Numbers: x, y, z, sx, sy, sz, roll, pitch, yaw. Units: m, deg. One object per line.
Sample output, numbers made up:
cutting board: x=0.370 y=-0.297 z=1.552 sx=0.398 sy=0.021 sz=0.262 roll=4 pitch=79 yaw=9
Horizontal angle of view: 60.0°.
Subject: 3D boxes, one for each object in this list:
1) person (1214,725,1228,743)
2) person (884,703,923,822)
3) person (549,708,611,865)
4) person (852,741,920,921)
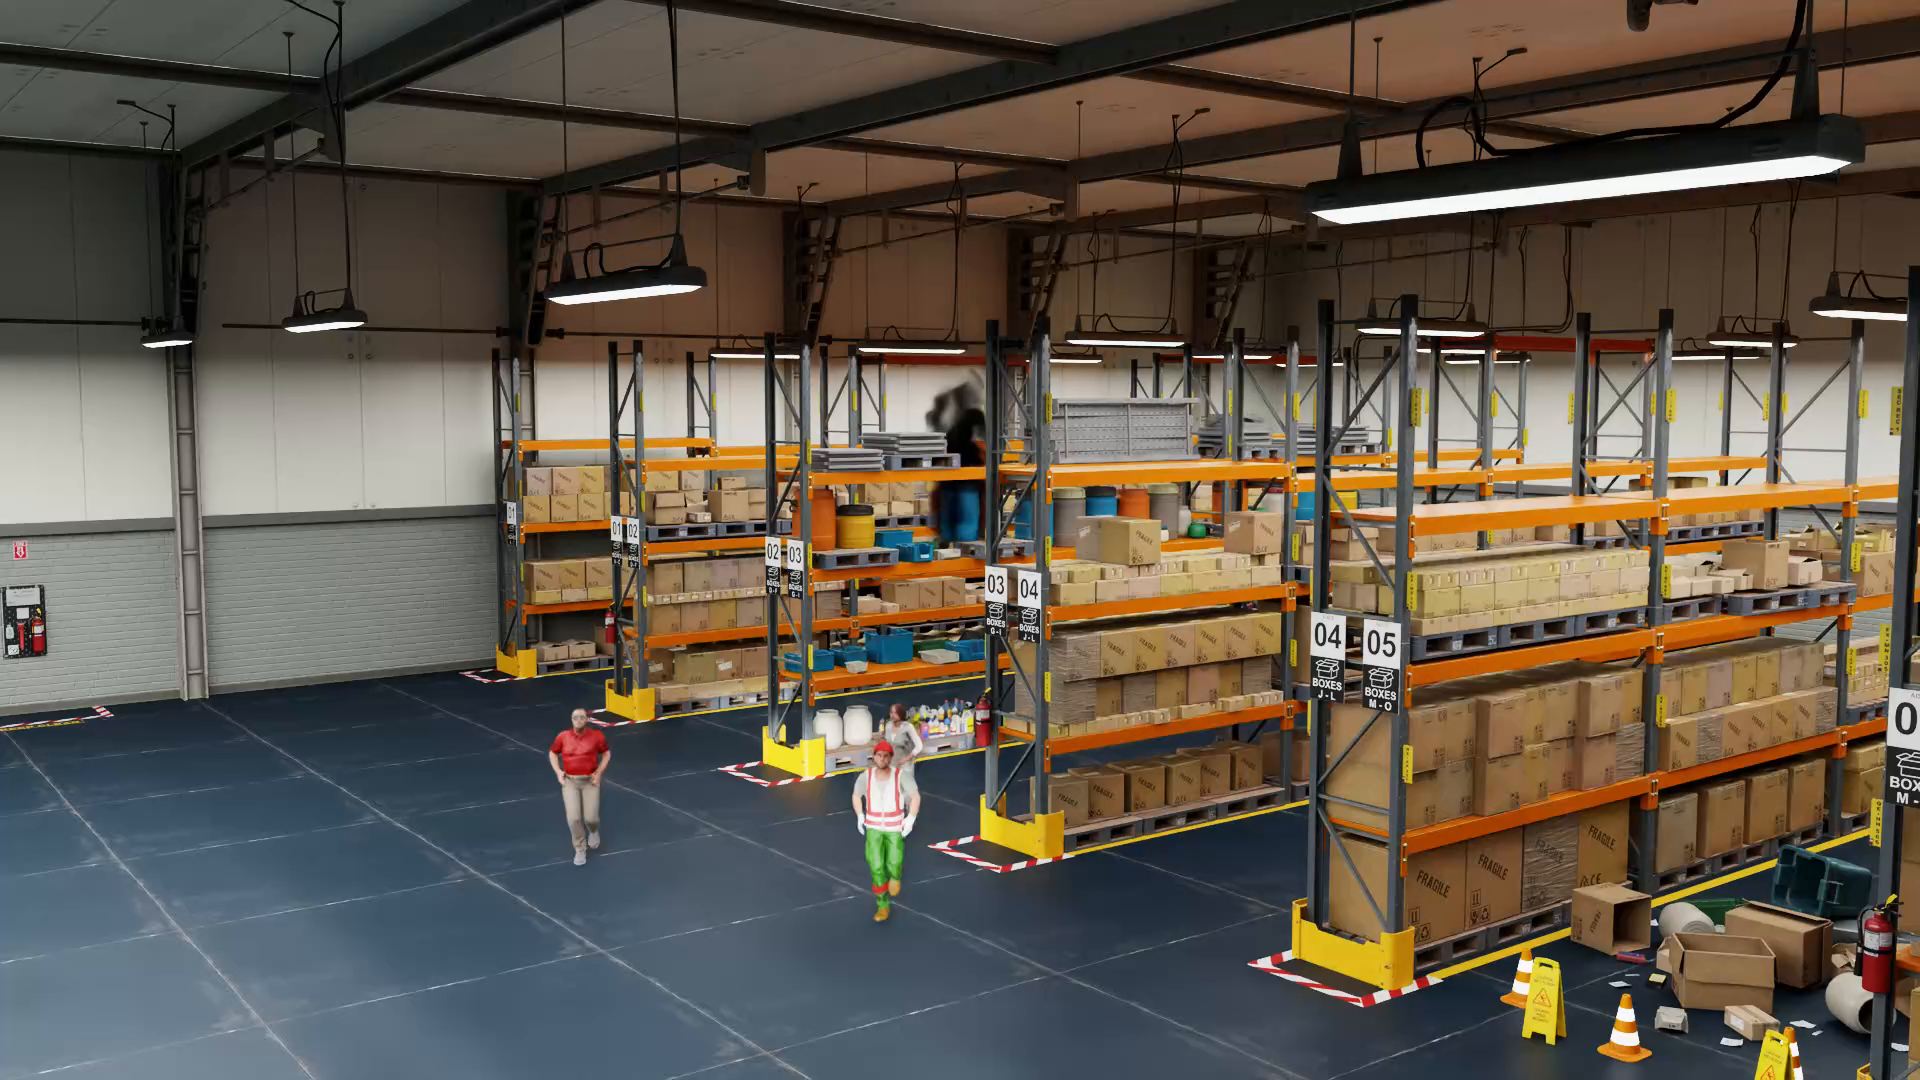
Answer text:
person: x=3.758 y=2.181 z=24.172 sx=0.733 sy=1.834 sz=0.671 roll=-4 pitch=7 yaw=-41
person: x=-0.657 y=2.671 z=19.341 sx=0.534 sy=1.610 sz=0.764 roll=2 pitch=5 yaw=22
person: x=-4.232 y=2.735 z=18.496 sx=0.660 sy=1.638 sz=0.641 roll=-1 pitch=5 yaw=-9
person: x=-0.739 y=2.848 z=16.557 sx=0.682 sy=1.747 sz=0.687 roll=0 pitch=5 yaw=3
